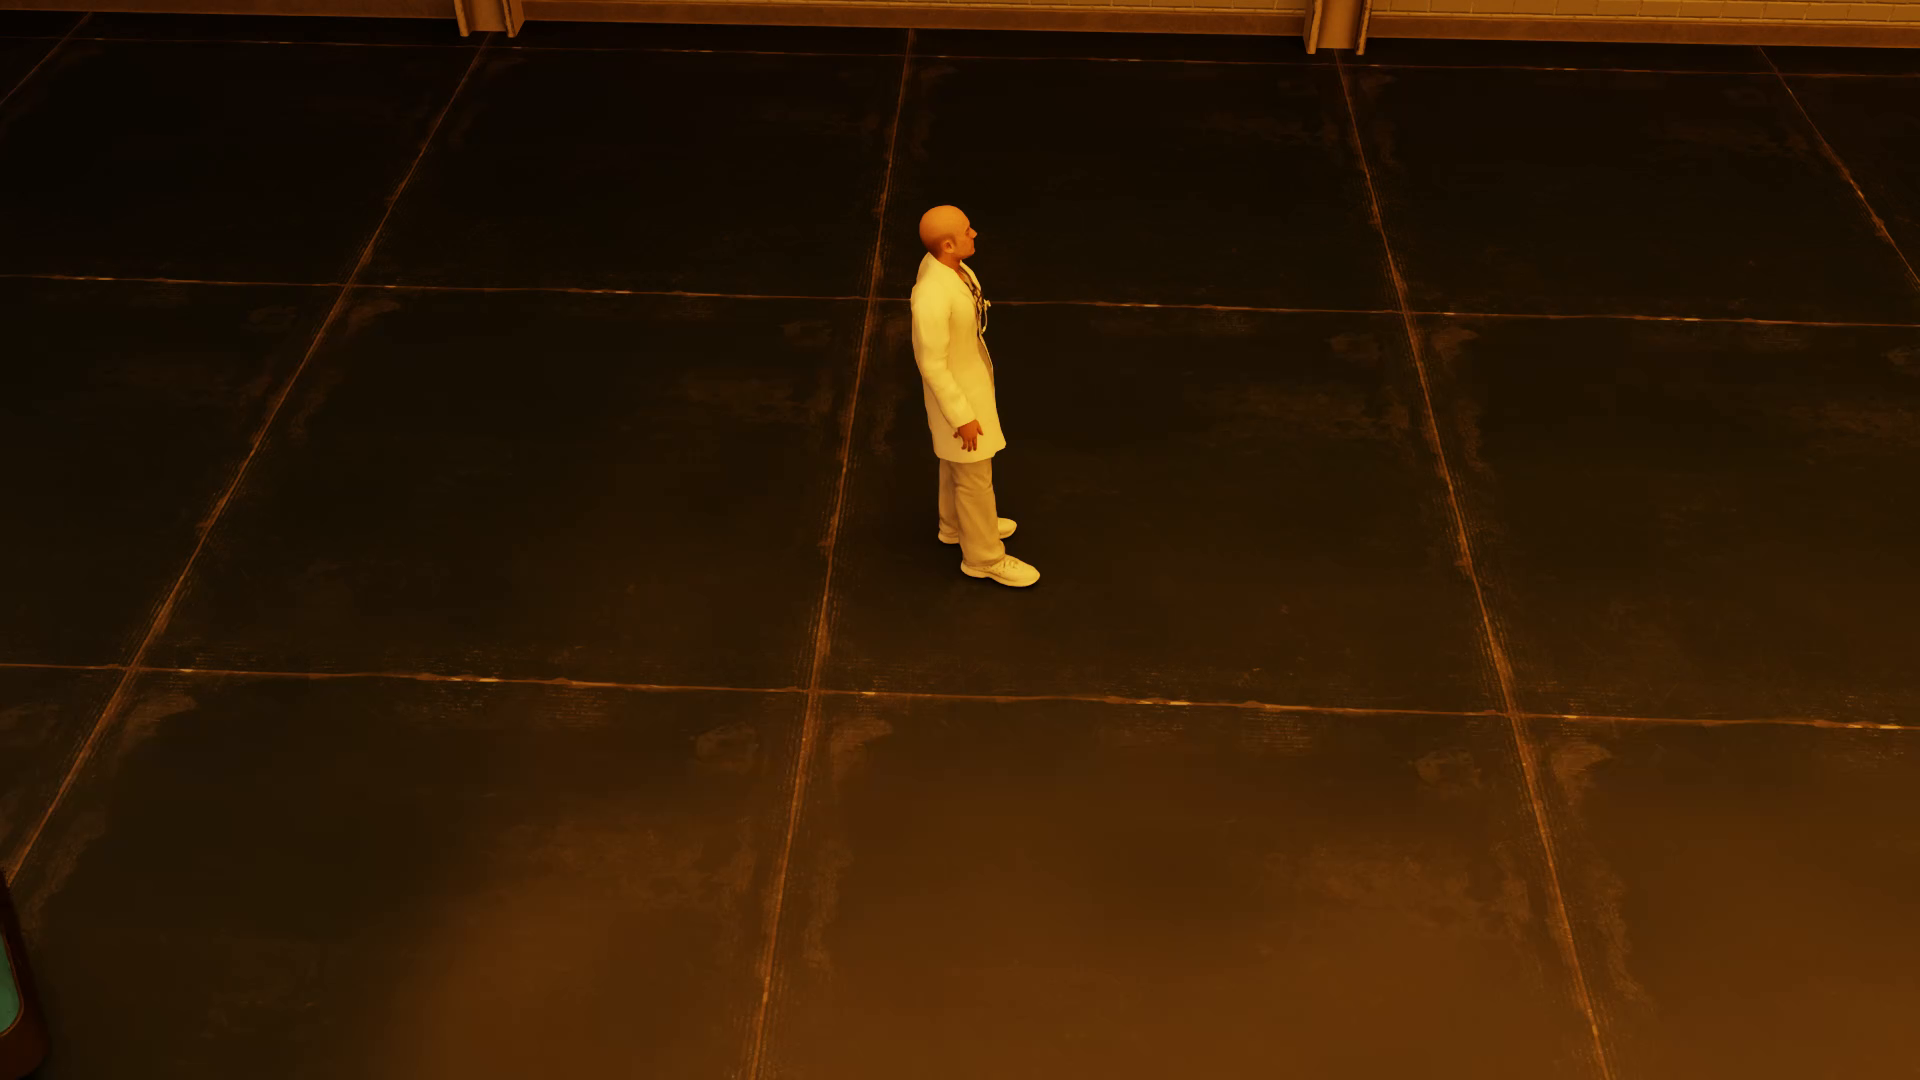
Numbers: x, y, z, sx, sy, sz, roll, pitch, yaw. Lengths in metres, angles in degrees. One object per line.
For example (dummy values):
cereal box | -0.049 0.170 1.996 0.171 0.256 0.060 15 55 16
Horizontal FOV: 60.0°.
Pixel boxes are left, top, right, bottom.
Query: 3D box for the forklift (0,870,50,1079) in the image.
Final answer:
forklift | -4.716 1.057 4.584 3.031 2.935 1.130 -24 48 -24

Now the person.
person | 0.090 -0.656 7.306 0.581 1.775 0.696 2 42 2
